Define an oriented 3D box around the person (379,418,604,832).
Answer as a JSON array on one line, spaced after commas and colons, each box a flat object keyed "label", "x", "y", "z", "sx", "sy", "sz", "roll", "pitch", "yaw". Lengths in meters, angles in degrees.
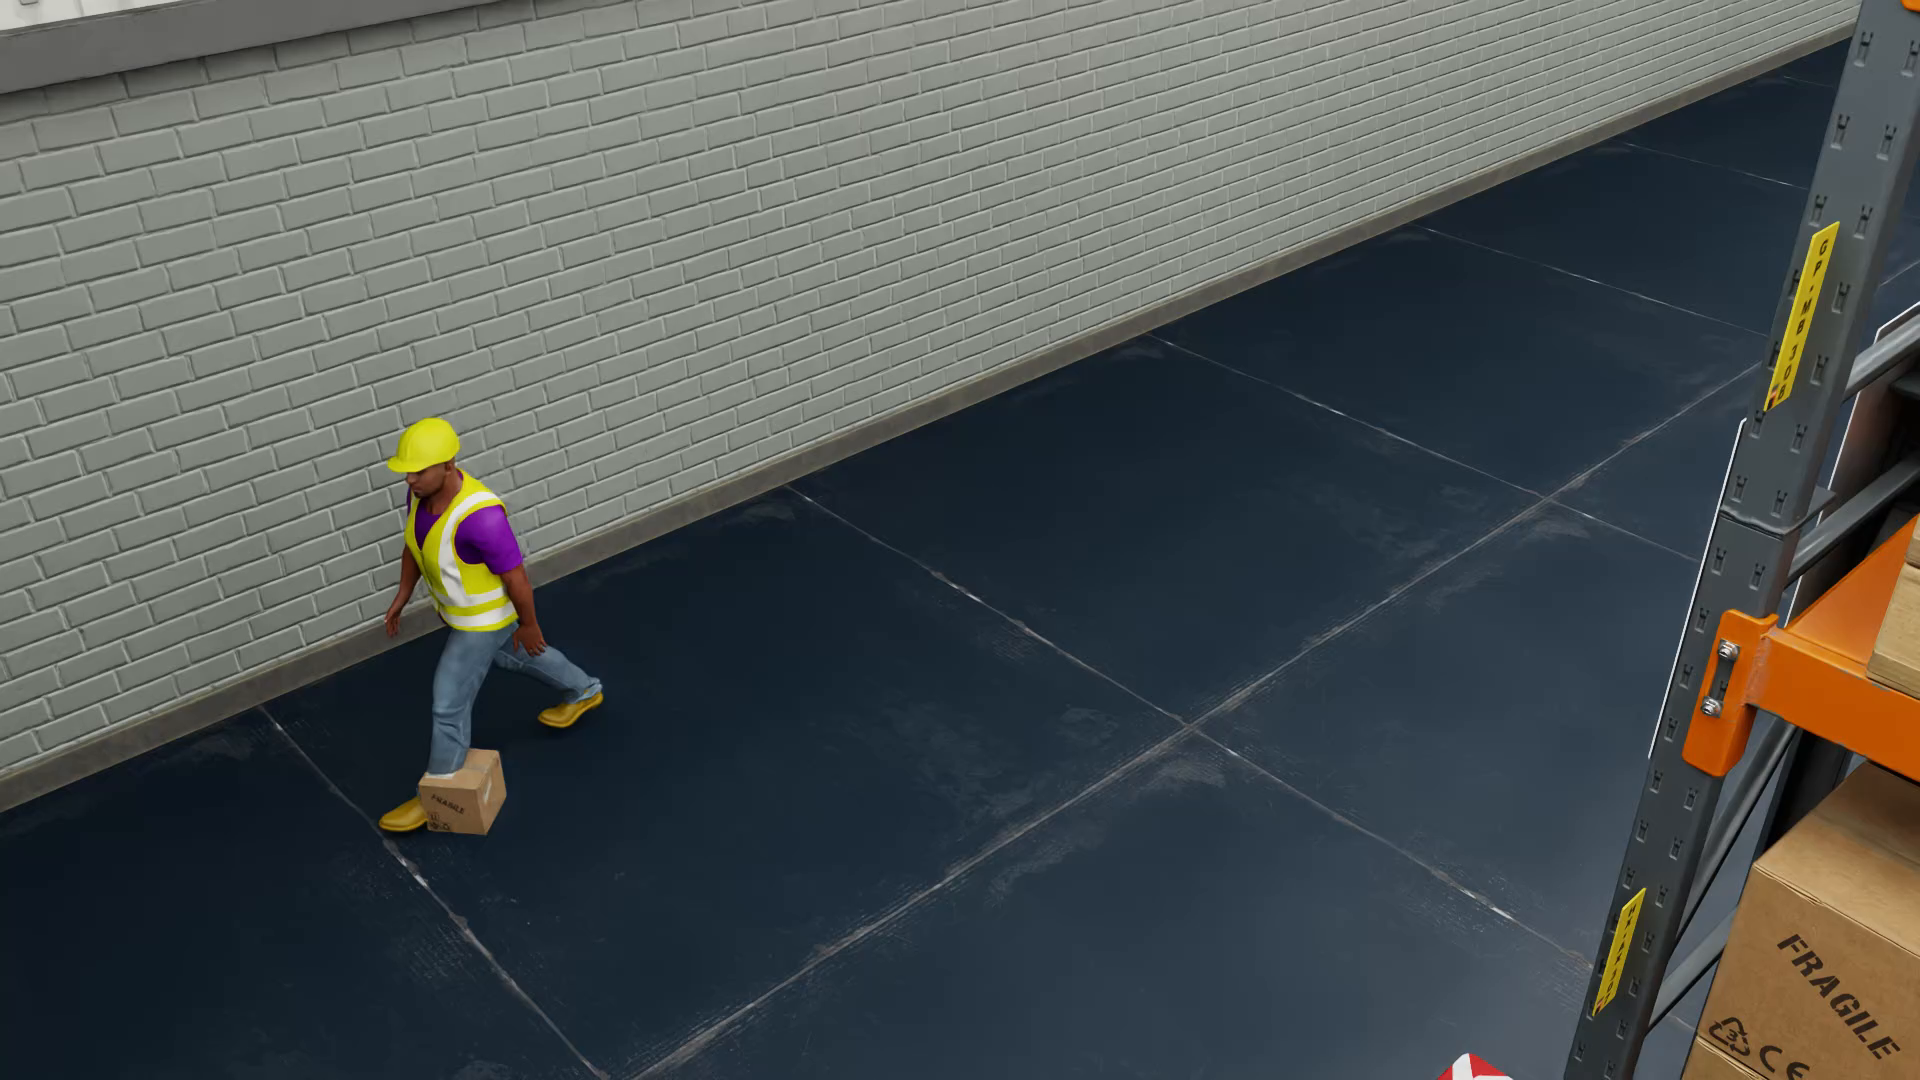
[{"label": "person", "x": -1.978, "y": 0.268, "z": 6.684, "sx": 1.114, "sy": 1.709, "sz": 0.577, "roll": -23, "pitch": 38, "yaw": -32}]
